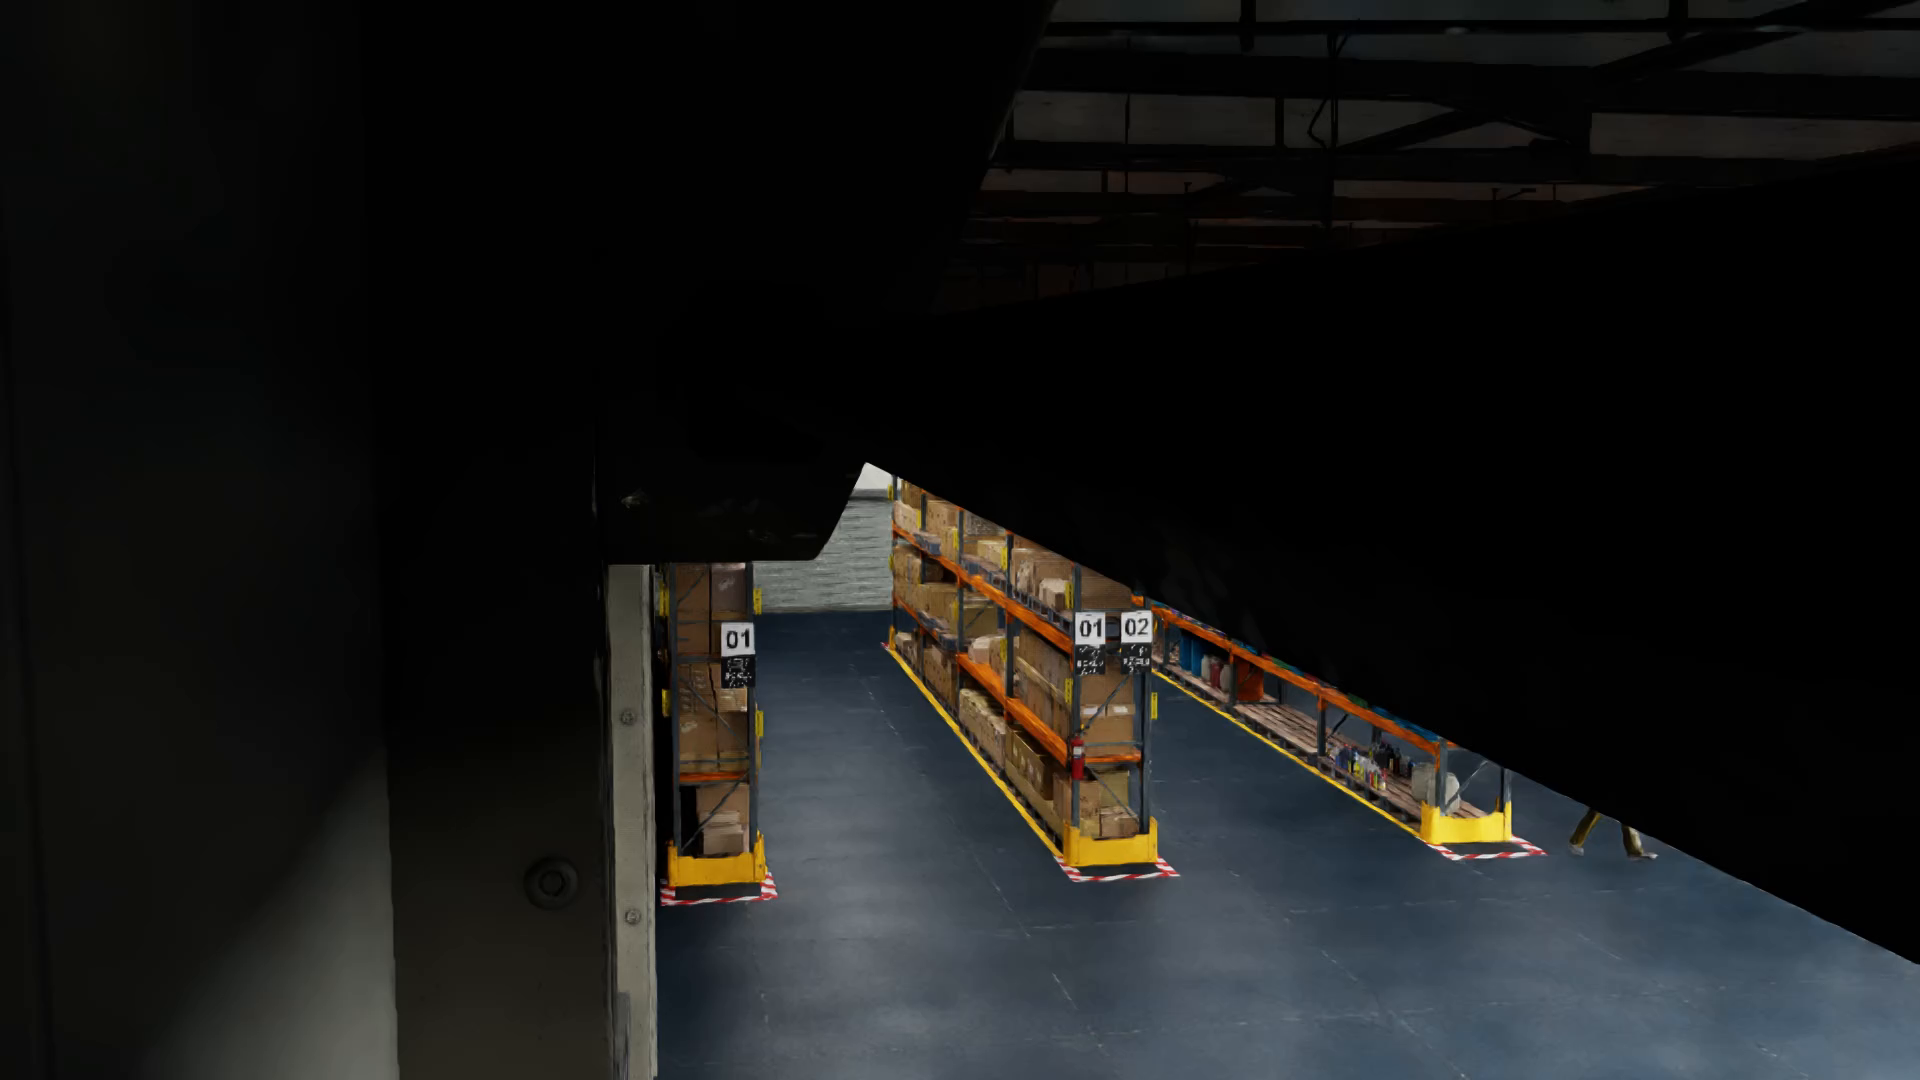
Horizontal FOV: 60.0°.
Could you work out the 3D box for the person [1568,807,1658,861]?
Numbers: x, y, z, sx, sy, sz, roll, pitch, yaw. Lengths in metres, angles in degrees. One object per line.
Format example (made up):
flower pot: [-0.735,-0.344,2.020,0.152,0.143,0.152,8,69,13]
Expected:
person: [8.240,3.190,21.041,0.621,1.749,1.010,-5,8,-36]
